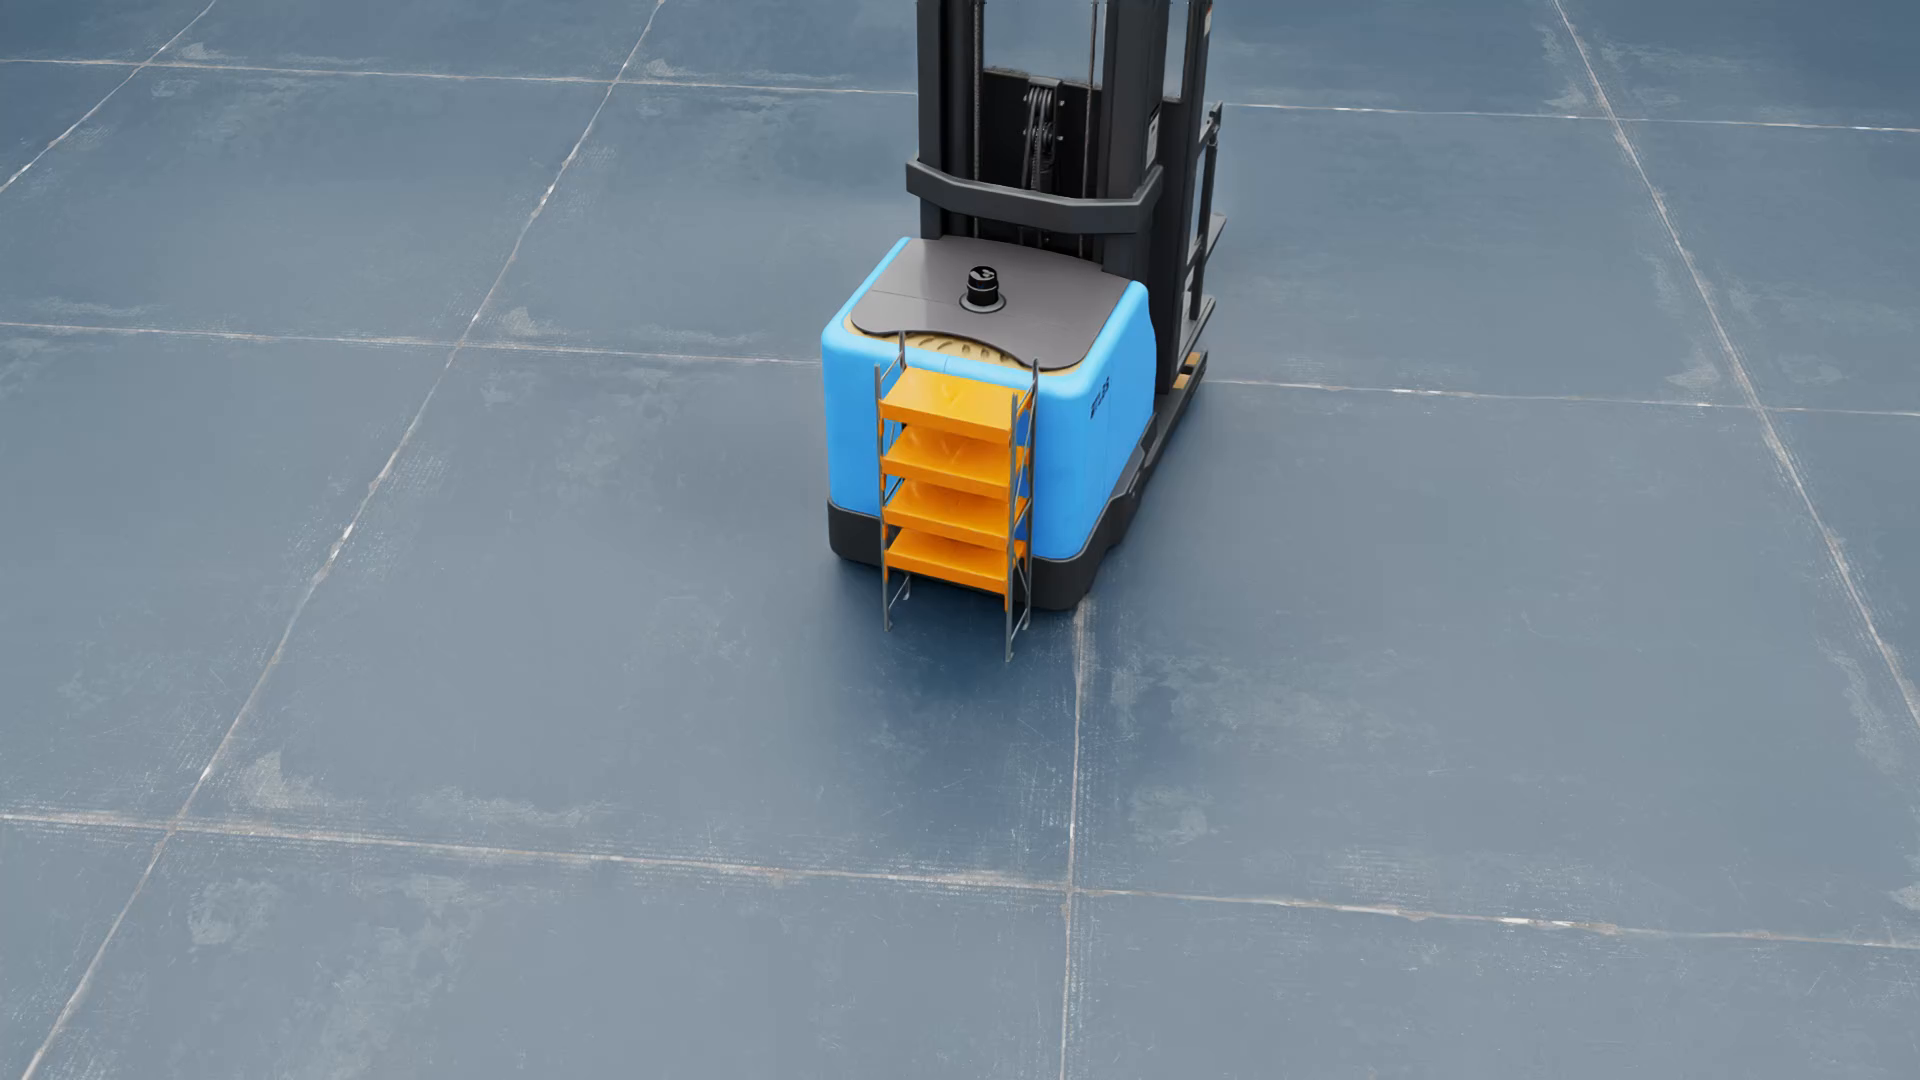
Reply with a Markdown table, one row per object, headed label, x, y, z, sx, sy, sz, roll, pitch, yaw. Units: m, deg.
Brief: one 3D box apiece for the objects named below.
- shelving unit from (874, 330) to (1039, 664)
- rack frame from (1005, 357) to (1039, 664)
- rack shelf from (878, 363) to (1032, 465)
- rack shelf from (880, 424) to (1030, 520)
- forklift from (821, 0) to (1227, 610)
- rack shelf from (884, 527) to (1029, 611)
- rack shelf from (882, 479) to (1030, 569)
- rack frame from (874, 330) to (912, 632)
| label | x | y | z | sx | sy | sz | roll | pitch | yaw |
| --- | --- | --- | --- | --- | --- | --- | --- | --- | --- |
| shelving unit | -0.010 | -0.132 | 5.962 | 0.503 | 1.200 | 0.258 | 13 | 41 | 16 |
| rack frame | 0.218 | -0.078 | 5.895 | 0.015 | 1.200 | 0.240 | 13 | 41 | 16 |
| rack shelf | -0.010 | -0.437 | 5.714 | 0.480 | 0.148 | 0.258 | 13 | 41 | 16 |
| rack shelf | -0.010 | -0.254 | 5.863 | 0.480 | 0.148 | 0.258 | 13 | 41 | 16 |
| forklift | 0.487 | -1.805 | 6.646 | 1.130 | 2.935 | 3.031 | 14 | 41 | 16 |
| rack shelf | -0.010 | 0.074 | 6.130 | 0.480 | 0.148 | 0.258 | 13 | 41 | 16 |
| rack shelf | -0.010 | -0.080 | 6.004 | 0.480 | 0.148 | 0.258 | 13 | 41 | 16 |
| rack frame | -0.239 | -0.187 | 6.029 | 0.015 | 1.200 | 0.240 | 13 | 41 | 16 |
